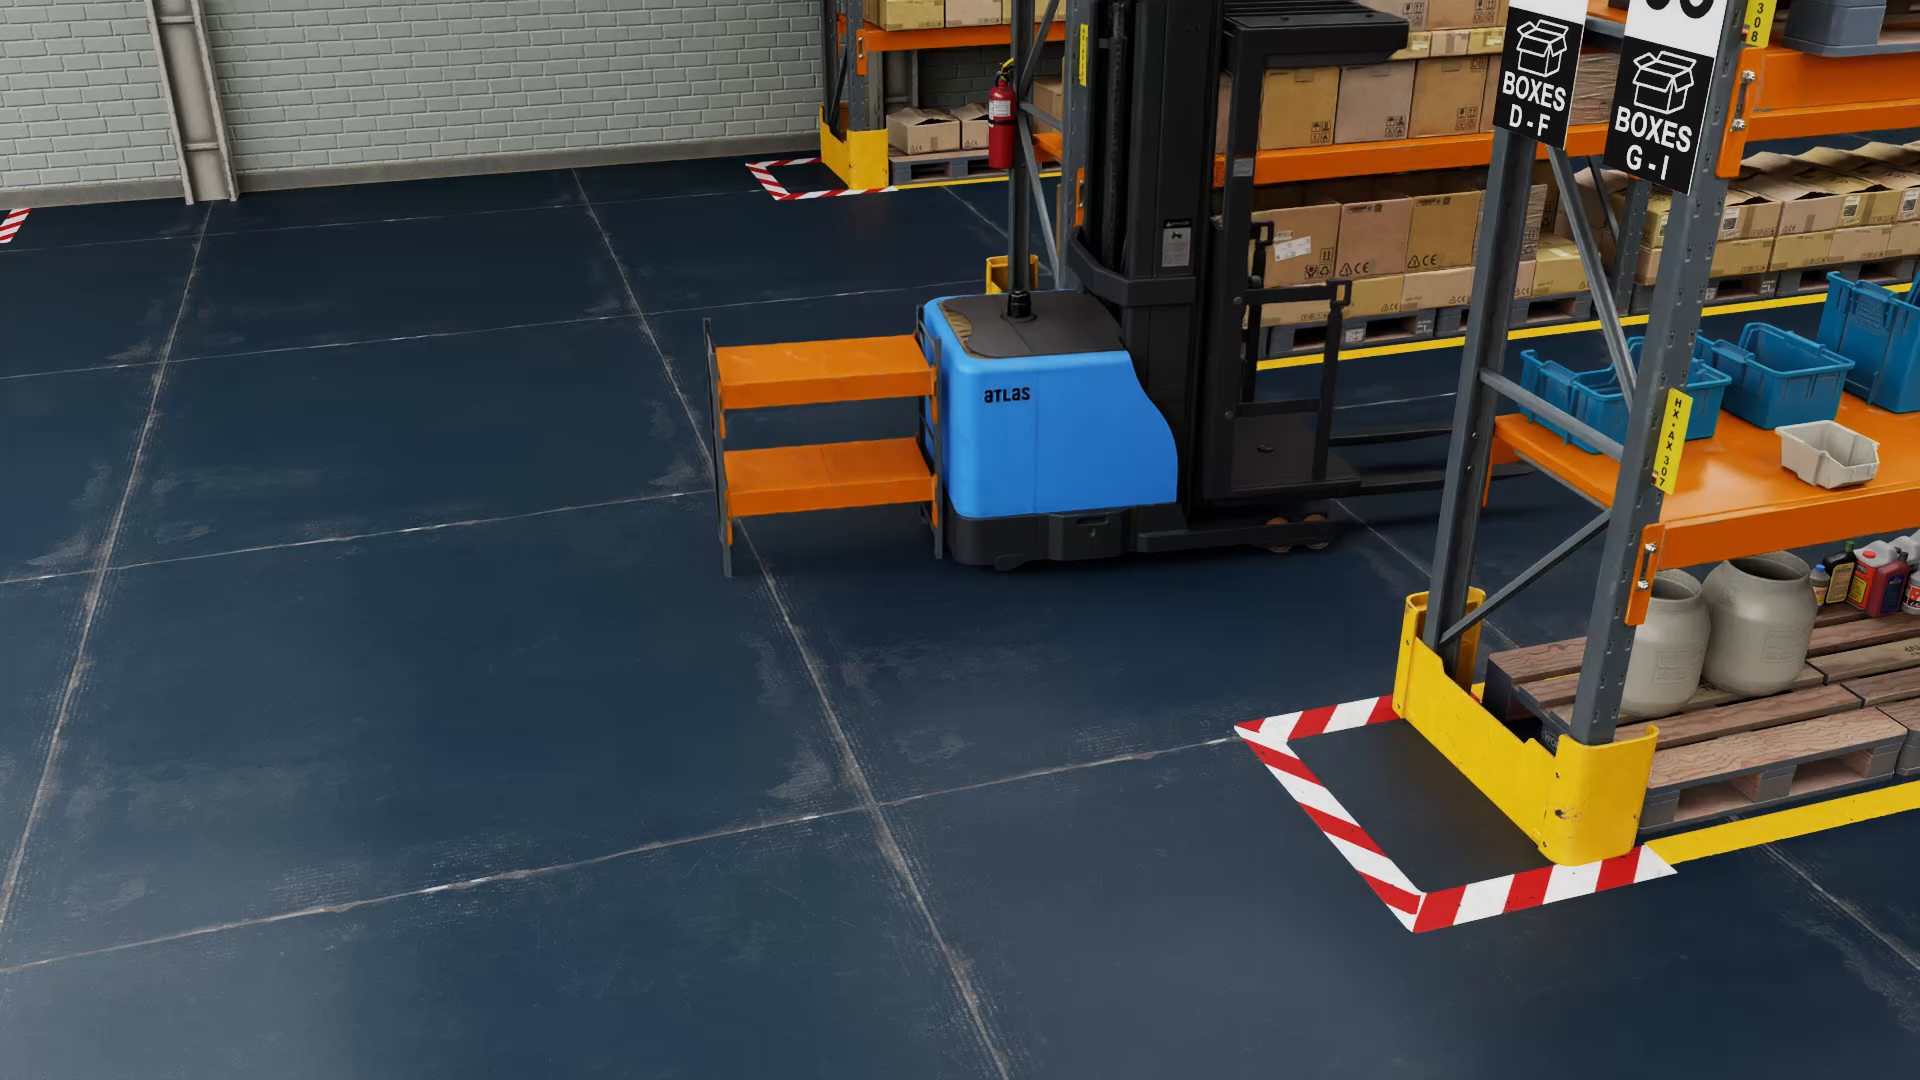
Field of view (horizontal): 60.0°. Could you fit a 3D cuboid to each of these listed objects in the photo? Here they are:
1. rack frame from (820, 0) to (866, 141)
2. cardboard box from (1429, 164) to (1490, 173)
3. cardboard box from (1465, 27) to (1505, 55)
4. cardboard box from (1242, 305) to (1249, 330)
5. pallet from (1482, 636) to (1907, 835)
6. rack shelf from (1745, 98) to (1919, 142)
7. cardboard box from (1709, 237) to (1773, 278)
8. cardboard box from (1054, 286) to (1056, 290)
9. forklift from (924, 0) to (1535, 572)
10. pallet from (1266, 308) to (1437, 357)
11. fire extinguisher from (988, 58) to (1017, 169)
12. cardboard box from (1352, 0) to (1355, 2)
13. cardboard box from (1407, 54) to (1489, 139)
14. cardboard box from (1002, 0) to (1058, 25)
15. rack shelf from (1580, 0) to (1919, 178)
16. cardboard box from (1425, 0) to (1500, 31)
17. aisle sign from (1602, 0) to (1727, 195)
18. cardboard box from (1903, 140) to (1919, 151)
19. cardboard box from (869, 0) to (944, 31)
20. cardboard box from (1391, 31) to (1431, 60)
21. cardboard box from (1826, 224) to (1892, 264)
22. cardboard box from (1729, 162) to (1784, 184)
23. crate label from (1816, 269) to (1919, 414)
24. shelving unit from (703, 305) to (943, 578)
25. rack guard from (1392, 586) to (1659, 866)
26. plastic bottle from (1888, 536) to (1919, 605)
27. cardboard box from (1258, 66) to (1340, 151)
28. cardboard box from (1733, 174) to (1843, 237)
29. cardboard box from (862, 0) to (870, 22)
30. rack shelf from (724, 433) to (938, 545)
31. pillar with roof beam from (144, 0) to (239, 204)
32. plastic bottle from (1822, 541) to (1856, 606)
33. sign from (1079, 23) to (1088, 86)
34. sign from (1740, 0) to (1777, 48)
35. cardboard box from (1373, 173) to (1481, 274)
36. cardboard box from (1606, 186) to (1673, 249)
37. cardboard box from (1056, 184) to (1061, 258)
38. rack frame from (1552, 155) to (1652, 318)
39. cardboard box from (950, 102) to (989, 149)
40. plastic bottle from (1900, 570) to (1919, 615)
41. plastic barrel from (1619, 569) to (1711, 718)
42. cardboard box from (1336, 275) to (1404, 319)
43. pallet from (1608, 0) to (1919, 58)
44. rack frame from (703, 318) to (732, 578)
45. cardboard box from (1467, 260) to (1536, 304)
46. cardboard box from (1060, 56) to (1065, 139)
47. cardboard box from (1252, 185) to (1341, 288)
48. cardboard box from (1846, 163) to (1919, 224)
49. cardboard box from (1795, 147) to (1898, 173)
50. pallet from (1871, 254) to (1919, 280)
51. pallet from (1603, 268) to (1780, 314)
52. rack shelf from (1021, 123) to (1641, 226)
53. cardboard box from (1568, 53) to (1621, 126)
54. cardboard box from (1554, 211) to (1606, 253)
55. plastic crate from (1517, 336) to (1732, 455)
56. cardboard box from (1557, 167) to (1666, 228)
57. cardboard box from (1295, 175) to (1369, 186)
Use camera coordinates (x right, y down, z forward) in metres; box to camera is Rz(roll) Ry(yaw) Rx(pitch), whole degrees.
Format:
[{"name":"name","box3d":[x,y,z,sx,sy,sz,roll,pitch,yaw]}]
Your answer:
[{"name":"rack frame","box3d":[-1.017,-4.604,14.151,0.127,3.000,1.000,-8,28,-16]},{"name":"cardboard box","box3d":[3.313,-2.350,11.387,0.500,0.500,0.500,-8,28,-16]},{"name":"cardboard box","box3d":[3.164,-3.129,10.338,0.250,0.149,0.380,-8,28,-16]},{"name":"cardboard box","box3d":[1.574,-1.517,10.553,0.500,0.250,0.500,-8,28,-16]},{"name":"pallet","box3d":[2.883,0.693,6.616,1.213,0.211,1.003,-8,28,-16]},{"name":"rack shelf","box3d":[6.226,-3.015,11.758,4.000,0.370,1.077,-8,28,-16]},{"name":"cardboard box","box3d":[5.271,-2.038,11.603,0.500,0.250,0.500,-8,27,-15]},{"name":"cardboard box","box3d":[0.939,-1.666,10.852,0.500,0.250,0.500,-8,28,-16]},{"name":"forklift","box3d":[1.375,-1.477,7.929,3.031,2.935,1.130,-5,27,-10]},{"name":"pallet","box3d":[2.393,-1.551,11.137,1.213,0.211,1.003,-8,28,-16]},{"name":"fire extinguisher","box3d":[0.265,-2.656,10.314,0.183,0.674,0.296,-8,28,-16]},{"name":"cardboard box","box3d":[1.996,-3.347,10.047,0.500,0.500,0.700,-8,28,-16]},{"name":"cardboard box","box3d":[2.927,-2.900,10.605,0.500,0.500,0.700,-8,27,-15]},{"name":"cardboard box","box3d":[0.521,-4.624,14.338,0.500,0.250,0.500,-9,28,-17]},{"name":"rack shelf","box3d":[3.953,-1.712,5.762,4.000,0.370,1.077,-8,28,-16]},{"name":"cardboard box","box3d":[2.948,-3.485,10.324,0.500,0.500,0.700,-8,28,-16]},{"name":"aisle sign","box3d":[2.074,-1.446,4.866,0.004,0.787,0.394,-8,28,-16]},{"name":"cardboard box","box3d":[7.539,-2.872,12.651,0.500,0.311,0.500,-7,27,-14]},{"name":"cardboard box","box3d":[-0.454,-4.479,14.045,0.500,0.250,0.500,-9,28,-18]},{"name":"cardboard box","box3d":[2.673,-3.057,10.192,0.250,0.149,0.380,-7,27,-14]},{"name":"cardboard box","box3d":[6.247,-2.181,11.889,0.500,0.250,0.500,-8,27,-15]},{"name":"cardboard box","box3d":[5.589,-2.588,12.079,0.500,0.311,0.500,-8,28,-16]},{"name":"crate label","box3d":[3.718,-0.799,6.447,0.616,0.435,0.502,-8,28,-16]},{"name":"shelving unit","box3d":[-0.645,-0.475,7.943,1.048,1.125,0.538,-5,27,-10]},{"name":"rack guard","box3d":[2.109,0.674,6.331,0.348,0.500,1.175,-8,28,-16]},{"name":"plastic bottle","box3d":[4.042,0.127,7.190,0.135,0.276,0.152,-9,28,-18]},{"name":"cardboard box","box3d":[1.941,-2.754,10.313,0.500,0.500,0.700,-8,28,-16]},{"name":"cardboard box","box3d":[5.764,-2.359,11.618,0.500,0.311,0.500,-9,28,-18]},{"name":"cardboard box","box3d":[-0.632,-4.693,14.475,0.500,0.250,0.500,-8,27,-15]},{"name":"rack shelf","box3d":[-0.645,-0.256,8.051,1.000,0.278,0.538,-5,27,-10]},{"name":"pillar with roof beam","box3d":[-4.991,-5.107,8.418,0.400,9.000,9.100,-8,28,-16]},{"name":"plastic bottle","box3d":[3.767,0.142,7.151,0.133,0.283,0.061,-8,27,-15]},{"name":"sign","box3d":[0.687,-2.698,9.249,0.005,0.325,0.100,-8,28,-16]},{"name":"sign","box3d":[2.217,-1.530,4.575,0.005,0.325,0.100,-8,28,-16]},{"name":"cardboard box","box3d":[2.998,-2.063,10.809,0.500,0.500,0.500,-8,28,-16]},{"name":"cardboard box","box3d":[4.794,-2.221,11.339,0.500,0.311,0.500,-8,28,-16]},{"name":"cardboard box","box3d":[0.939,-2.003,10.687,0.500,0.500,0.500,-8,28,-16]},{"name":"rack frame","box3d":[4.324,-3.061,11.043,0.127,3.000,1.000,-8,28,-16]},{"name":"cardboard box","box3d":[0.211,-3.733,14.925,0.500,0.311,0.500,-6,27,-12]},{"name":"plastic bottle","box3d":[4.098,0.210,7.105,0.097,0.201,0.097,0,26,0]},{"name":"plastic barrel","box3d":[2.653,0.388,6.421,0.421,0.512,0.421,0,26,0]},{"name":"cardboard box","box3d":[2.526,-1.653,10.826,0.500,0.250,0.500,-8,28,-16]},{"name":"pallet","box3d":[2.868,-1.747,5.235,1.213,0.211,1.003,-8,28,-16]},{"name":"rack frame","box3d":[-1.144,-0.432,7.855,0.032,1.125,0.500,-5,27,-10]},{"name":"cardboard box","box3d":[3.473,-1.797,11.116,0.500,0.250,0.500,-8,28,-16]},{"name":"cardboard box","box3d":[0.969,-2.614,10.030,0.500,0.500,0.700,-8,28,-16]},{"name":"cardboard box","box3d":[2.046,-1.927,10.534,0.500,0.500,0.500,-8,28,-16]},{"name":"cardboard box","box3d":[6.733,-2.501,11.904,0.500,0.311,0.500,-8,28,-16]},{"name":"cardboard box","box3d":[6.556,-2.727,12.358,0.500,0.311,0.500,-9,28,-17]},{"name":"pallet","box3d":[7.333,-2.266,12.578,1.213,0.211,1.003,-8,28,-16]},{"name":"pallet","box3d":[5.013,-1.930,11.901,1.213,0.211,1.003,-8,28,-16]},{"name":"rack shelf","box3d":[2.423,-2.464,10.648,4.000,0.370,1.077,-8,28,-16]},{"name":"cardboard box","box3d":[3.904,-3.042,10.892,0.500,0.500,0.700,-9,28,-17]},{"name":"cardboard box","box3d":[4.629,-2.198,11.923,0.500,0.250,0.500,-9,28,-17]},{"name":"plastic crate","box3d":[2.435,-0.545,6.141,0.616,0.251,0.499,-8,28,-16]},{"name":"cardboard box","box3d":[4.621,-2.446,11.793,0.500,0.311,0.500,-8,28,-16]},{"name":"cardboard box","box3d":[2.361,-2.215,11.115,0.500,0.500,0.500,-8,28,-16]}]
